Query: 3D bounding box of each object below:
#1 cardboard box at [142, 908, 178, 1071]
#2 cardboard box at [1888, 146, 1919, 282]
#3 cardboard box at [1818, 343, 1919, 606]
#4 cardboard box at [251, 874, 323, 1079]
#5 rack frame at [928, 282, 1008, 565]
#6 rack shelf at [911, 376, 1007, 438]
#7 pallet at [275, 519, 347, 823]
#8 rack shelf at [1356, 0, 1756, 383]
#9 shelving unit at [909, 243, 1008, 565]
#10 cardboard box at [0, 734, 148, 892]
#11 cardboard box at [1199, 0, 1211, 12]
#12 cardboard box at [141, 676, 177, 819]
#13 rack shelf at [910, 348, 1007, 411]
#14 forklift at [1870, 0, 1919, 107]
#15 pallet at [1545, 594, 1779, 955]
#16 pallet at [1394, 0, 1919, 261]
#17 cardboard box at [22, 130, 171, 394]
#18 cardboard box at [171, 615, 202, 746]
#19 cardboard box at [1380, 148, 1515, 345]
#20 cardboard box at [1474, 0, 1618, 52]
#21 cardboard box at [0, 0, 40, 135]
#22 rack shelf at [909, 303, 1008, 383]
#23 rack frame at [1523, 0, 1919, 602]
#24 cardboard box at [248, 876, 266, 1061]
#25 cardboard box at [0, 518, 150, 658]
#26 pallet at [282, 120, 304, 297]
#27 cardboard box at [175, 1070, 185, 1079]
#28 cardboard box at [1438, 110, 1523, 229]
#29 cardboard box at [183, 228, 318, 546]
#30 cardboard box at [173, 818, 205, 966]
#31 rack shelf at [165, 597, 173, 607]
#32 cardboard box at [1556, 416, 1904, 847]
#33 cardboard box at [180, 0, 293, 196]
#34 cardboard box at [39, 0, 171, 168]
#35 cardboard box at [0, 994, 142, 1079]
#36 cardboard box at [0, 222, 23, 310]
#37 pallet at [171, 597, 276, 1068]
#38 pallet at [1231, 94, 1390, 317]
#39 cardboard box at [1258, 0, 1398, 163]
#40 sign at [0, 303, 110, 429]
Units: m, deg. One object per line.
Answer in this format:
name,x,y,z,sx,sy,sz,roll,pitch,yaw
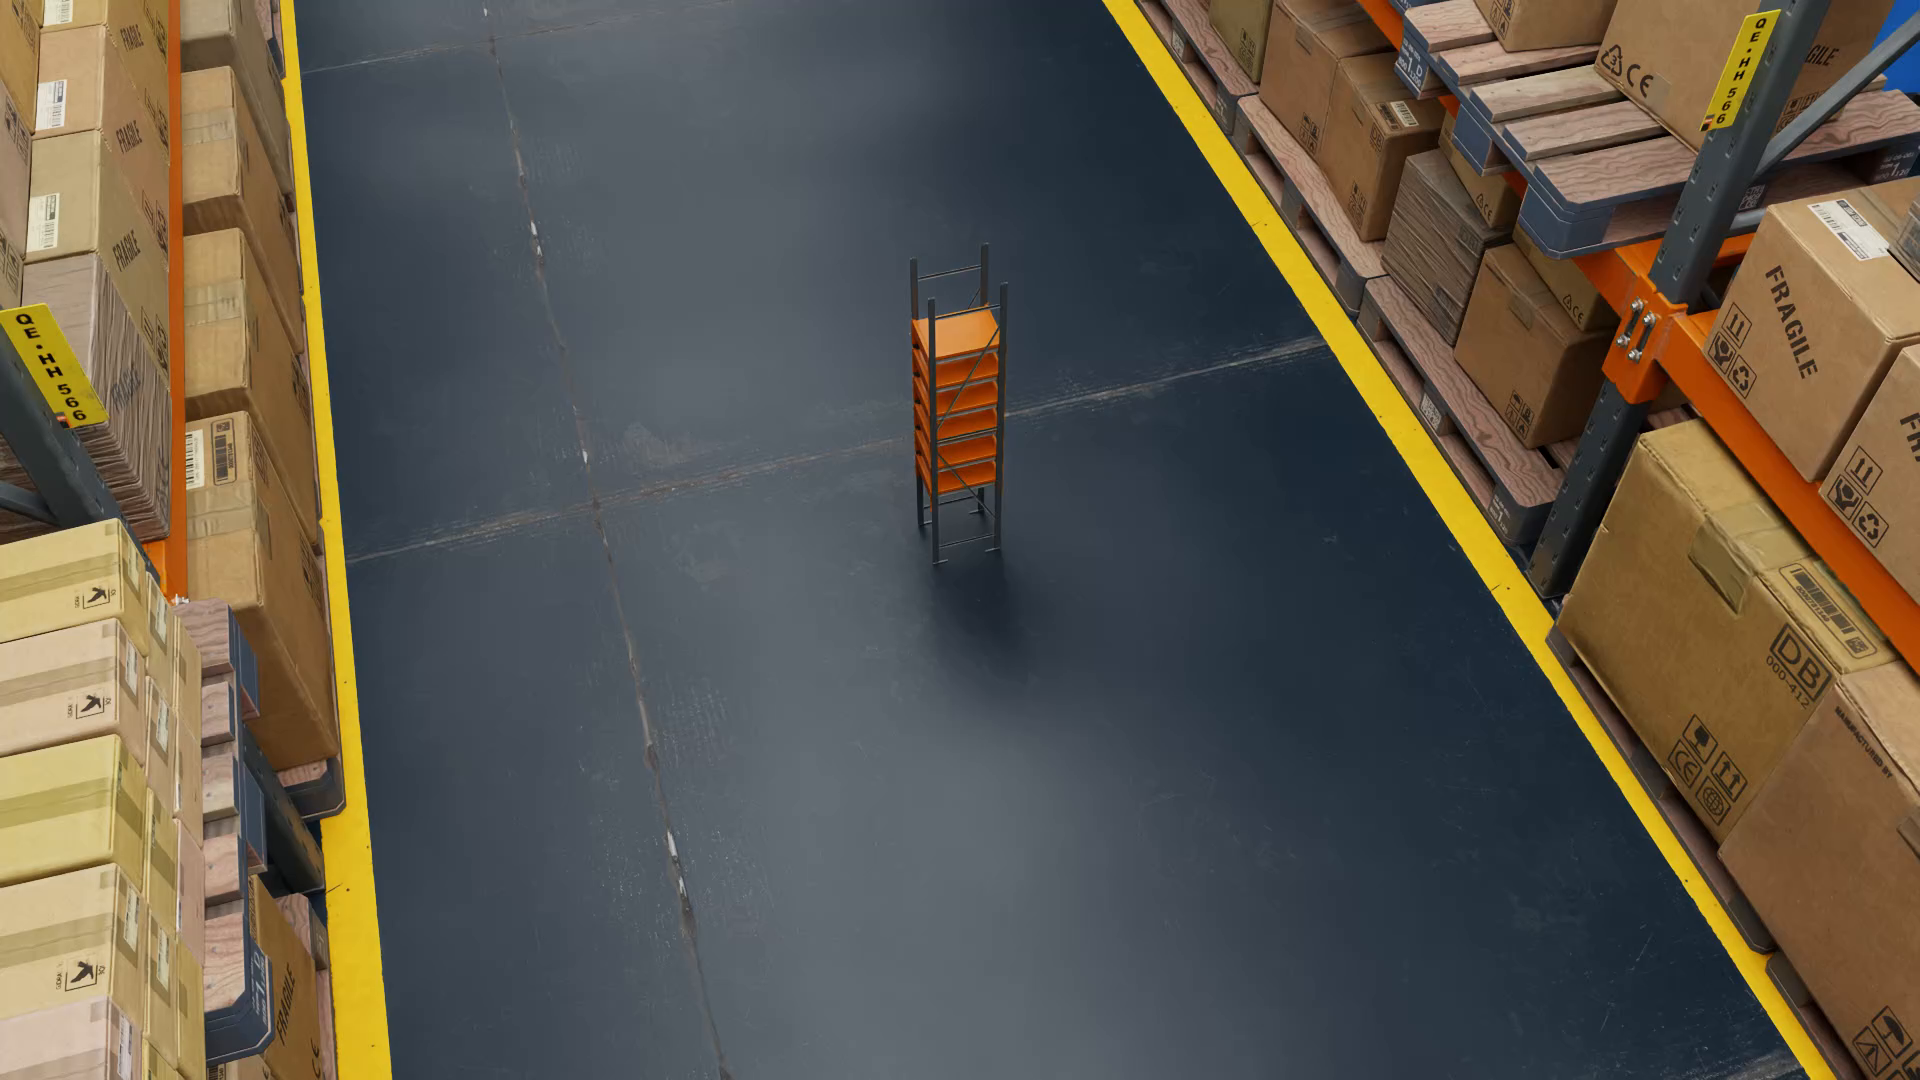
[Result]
cardboard box,-1.542,0.806,2.804,0.380,0.149,0.250,-13,51,-11
cardboard box,2.612,-0.736,3.687,0.797,0.503,0.637,-12,51,-10
cardboard box,2.450,-0.158,3.856,0.500,0.500,0.500,-15,51,-12
cardboard box,-1.913,1.221,4.119,0.500,0.500,0.500,-14,51,-11
rack frame,0.023,-0.330,5.244,0.240,1.200,0.006,-13,51,-11
rack shelf,-0.004,-0.446,5.242,0.258,0.103,0.180,-13,51,-11
pallet,-2.518,0.435,5.245,1.003,0.211,1.213,-13,51,-11
rack shelf,1.820,-2.147,6.069,1.077,0.370,4.000,-13,51,-11
shelving unit,-0.004,-0.397,5.300,0.258,1.200,0.189,-13,51,-11
cardboard box,-1.624,0.512,2.857,0.380,0.149,0.250,-12,51,-10
cardboard box,1.389,-2.723,7.431,0.700,0.500,0.500,-17,52,-14
cardboard box,-1.695,0.431,3.120,0.380,0.149,0.250,-12,51,-10
rack shelf,-0.004,-0.523,5.151,0.258,0.103,0.180,-13,51,-11
forklift,4.607,-3.033,6.390,3.031,2.935,1.130,-3,50,-3
pallet,2.572,0.573,5.129,1.003,0.211,1.213,-13,51,-11
pallet,2.099,-1.353,5.054,1.213,0.211,1.003,-13,51,-11
cardboard box,-2.385,-0.663,4.281,0.500,0.500,0.500,-14,51,-11
cardboard box,-1.772,0.331,3.399,0.380,0.149,0.250,-13,51,-10
cardboard box,2.018,-1.142,6.098,0.700,0.500,0.500,-17,52,-14
cardboard box,1.953,-1.857,5.013,0.700,0.500,0.500,-7,50,-6
cardboard box,-2.785,-1.299,4.164,0.700,0.500,0.500,-14,51,-12
rack shelf,-0.004,-0.601,5.059,0.258,0.103,0.180,-13,51,-11
rack frame,2.411,-0.919,4.562,1.000,3.000,0.127,-13,51,-11
cardboard box,-1.904,0.998,3.817,0.500,0.250,0.500,-14,51,-12
cardboard box,-1.774,0.137,3.173,0.380,0.149,0.250,-15,52,-12
pallet,-3.240,-1.347,6.748,1.003,0.211,1.213,-13,51,-11
cardboard box,-1.472,1.080,2.768,0.380,0.149,0.250,-15,52,-13
cardboard box,2.018,-1.364,5.795,0.500,0.250,0.500,-8,50,-7
cardboard box,-2.713,-0.384,5.309,1.050,0.750,0.750,-13,51,-10
cardboard box,-1.624,0.701,3.087,0.380,0.149,0.250,-13,51,-10
rack shelf,-1.765,1.822,2.723,1.077,0.370,4.000,-13,51,-11
cardboard box,2.595,0.140,4.785,1.225,0.875,0.875,-15,52,-13
cardboard box,-3.270,-1.770,6.477,1.050,0.750,0.750,-14,51,-11
cardboard box,-2.679,-1.396,4.899,0.500,0.500,0.500,-14,51,-11
cardboard box,-1.476,0.884,2.543,0.380,0.149,0.250,-13,51,-11
cardboard box,-2.480,-0.556,3.537,0.700,0.500,0.500,-14,51,-11
pallet,-2.044,0.687,3.334,1.213,0.211,1.003,-13,51,-11
pallet,1.824,-1.480,6.860,1.003,0.211,1.213,-13,51,-11
cardboard box,1.678,-1.962,6.789,0.700,0.500,0.500,-17,52,-14
sign,-1.841,-0.348,3.376,0.100,0.325,0.005,-13,51,-11
